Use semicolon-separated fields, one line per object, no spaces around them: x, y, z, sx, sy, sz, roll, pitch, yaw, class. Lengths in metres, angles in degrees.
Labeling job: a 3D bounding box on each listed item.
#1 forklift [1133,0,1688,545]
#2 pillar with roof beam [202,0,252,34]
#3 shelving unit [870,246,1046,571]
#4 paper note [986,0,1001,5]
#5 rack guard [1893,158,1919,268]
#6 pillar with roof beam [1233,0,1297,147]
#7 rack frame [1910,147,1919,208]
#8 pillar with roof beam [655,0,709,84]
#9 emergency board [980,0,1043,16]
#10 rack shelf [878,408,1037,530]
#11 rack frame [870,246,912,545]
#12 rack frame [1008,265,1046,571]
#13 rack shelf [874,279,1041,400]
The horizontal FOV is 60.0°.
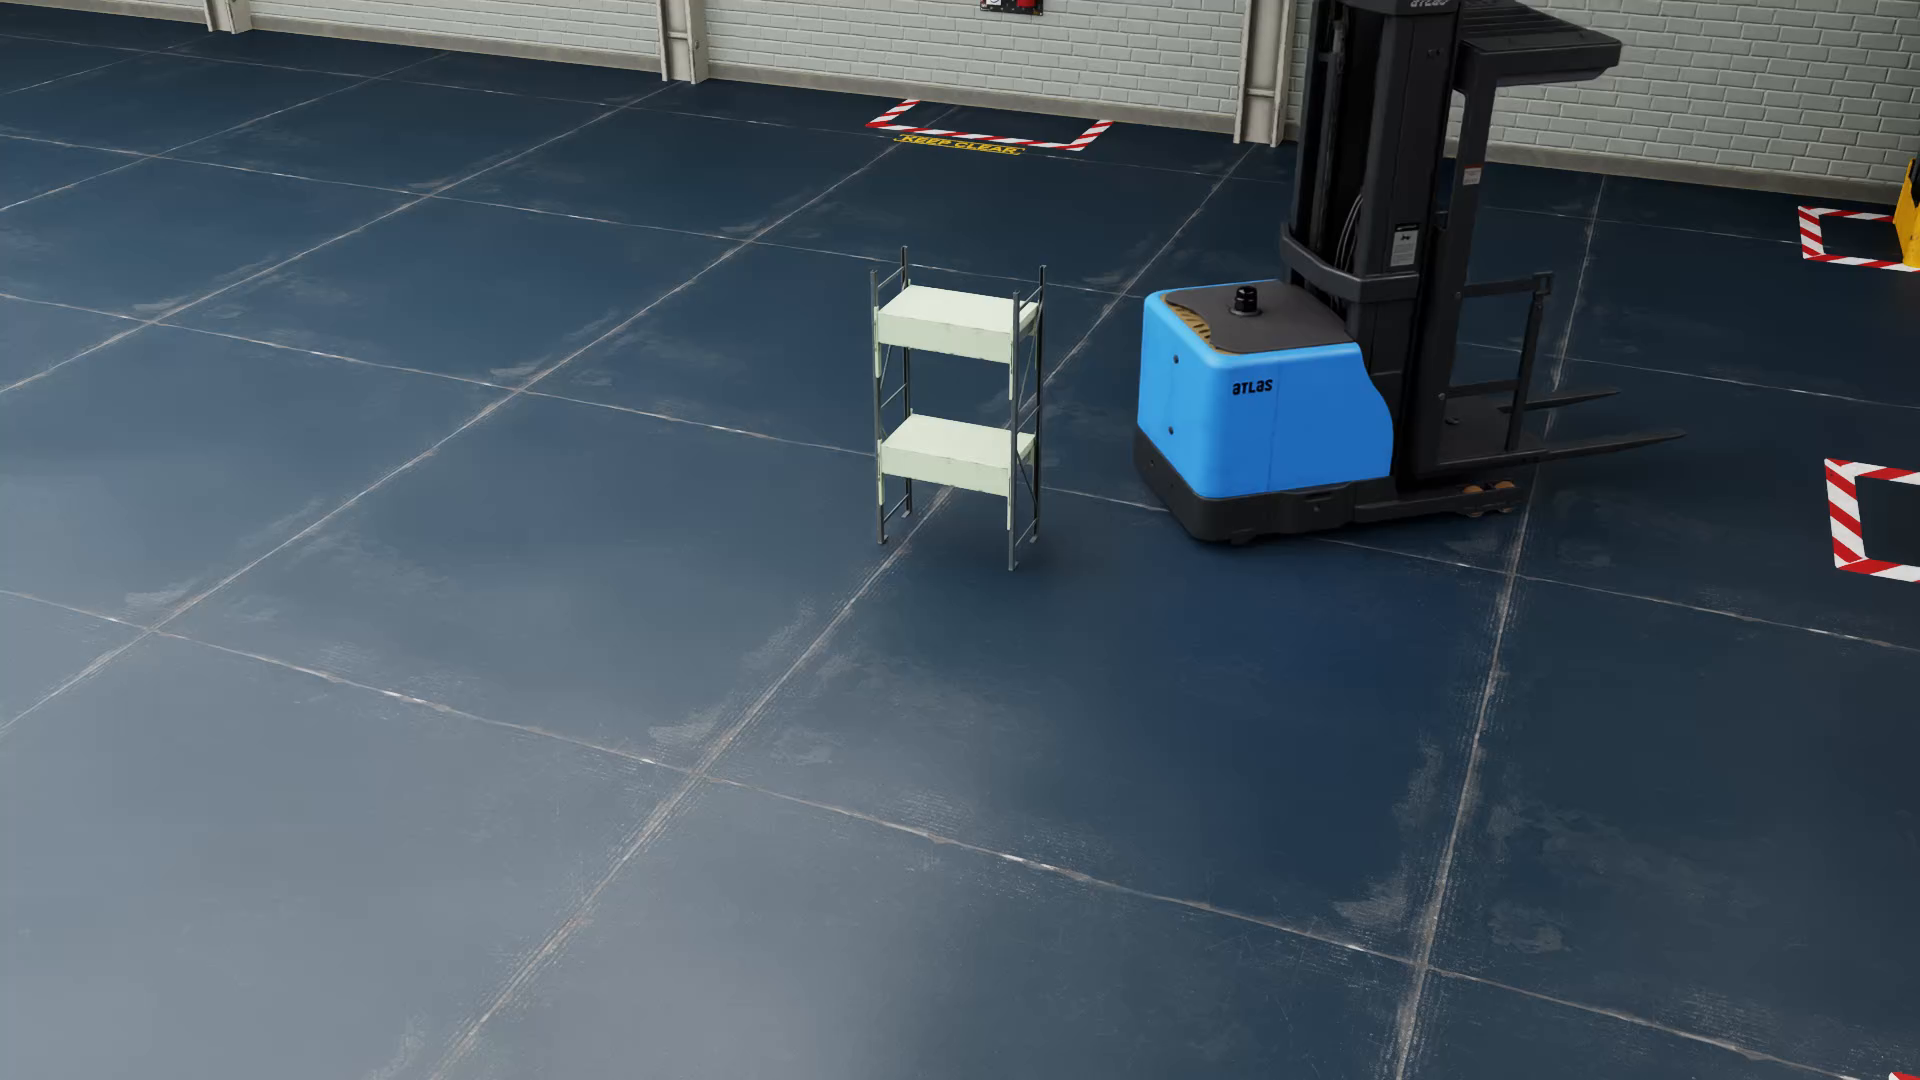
2.550;-1.641;8.674;3.031;2.935;1.130;-8;30;-13;forklift
-10.006;-7.831;13.459;0.400;9.000;9.100;11;31;19;pillar with roof beam
-0.006;-0.654;8.383;0.755;1.500;0.431;11;31;19;shelving unit
0.318;-5.117;15.650;0.142;0.148;0.016;11;31;19;paper note
7.388;-2.485;12.638;0.348;0.500;1.175;11;31;19;rack guard
1.114;-5.611;9.531;0.400;9.000;9.100;11;31;19;pillar with roof beam
7.318;-3.587;12.048;0.127;3.000;1.000;11;31;19;rack frame
-4.446;-6.721;11.495;0.400;9.000;9.100;11;31;19;pillar with roof beam
0.457;-5.437;15.320;0.643;1.169;0.194;11;31;19;emergency board
-0.006;-0.370;8.544;0.720;0.370;0.431;11;31;19;rack shelf
-0.345;-0.722;8.503;0.023;1.500;0.400;11;31;19;rack frame
0.333;-0.586;8.263;0.023;1.500;0.400;11;31;19;rack frame
-0.006;-0.994;8.191;0.720;0.370;0.431;11;31;19;rack shelf
